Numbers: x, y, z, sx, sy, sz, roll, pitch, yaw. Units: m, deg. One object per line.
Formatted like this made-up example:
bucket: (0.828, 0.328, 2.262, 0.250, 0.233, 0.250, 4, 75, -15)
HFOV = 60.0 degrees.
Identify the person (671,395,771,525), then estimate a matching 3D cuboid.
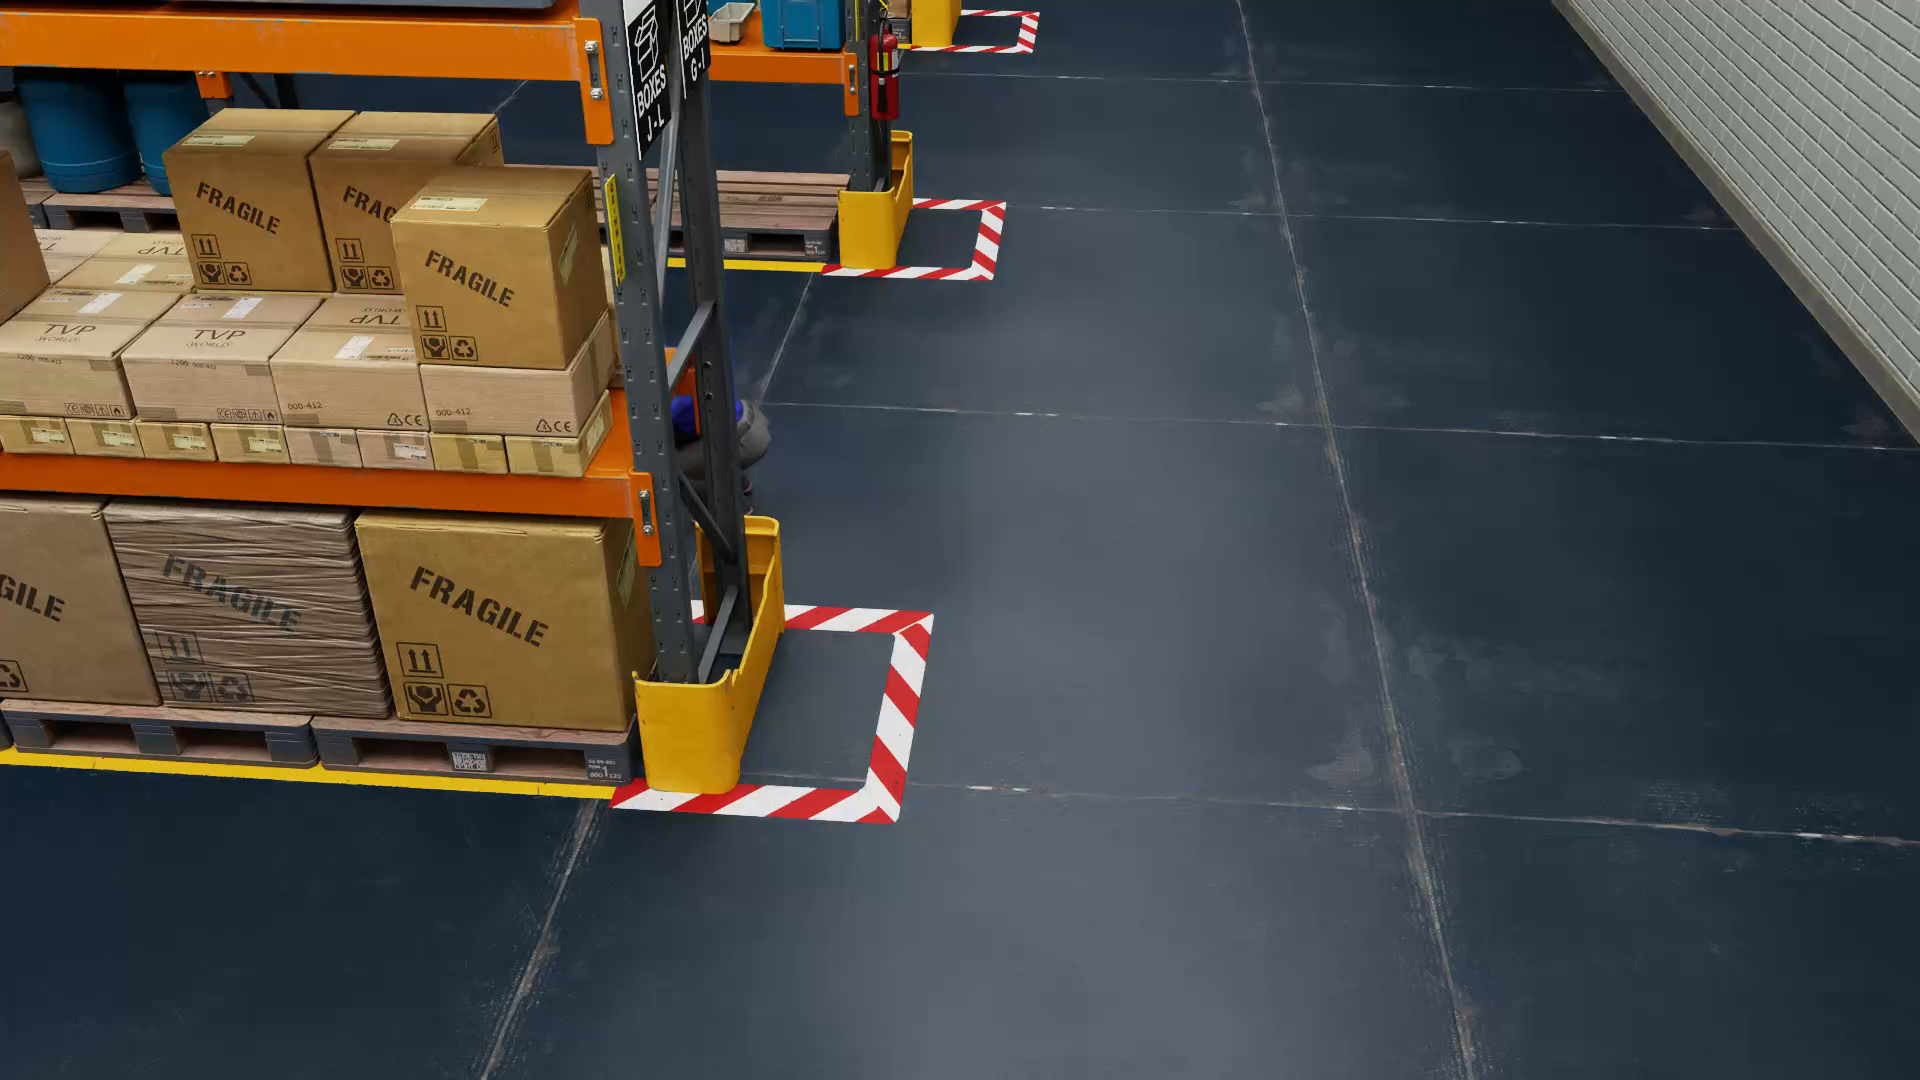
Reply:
person: (-1.293, -0.473, 7.720, 0.827, 0.815, 0.479, -5, 32, -8)
